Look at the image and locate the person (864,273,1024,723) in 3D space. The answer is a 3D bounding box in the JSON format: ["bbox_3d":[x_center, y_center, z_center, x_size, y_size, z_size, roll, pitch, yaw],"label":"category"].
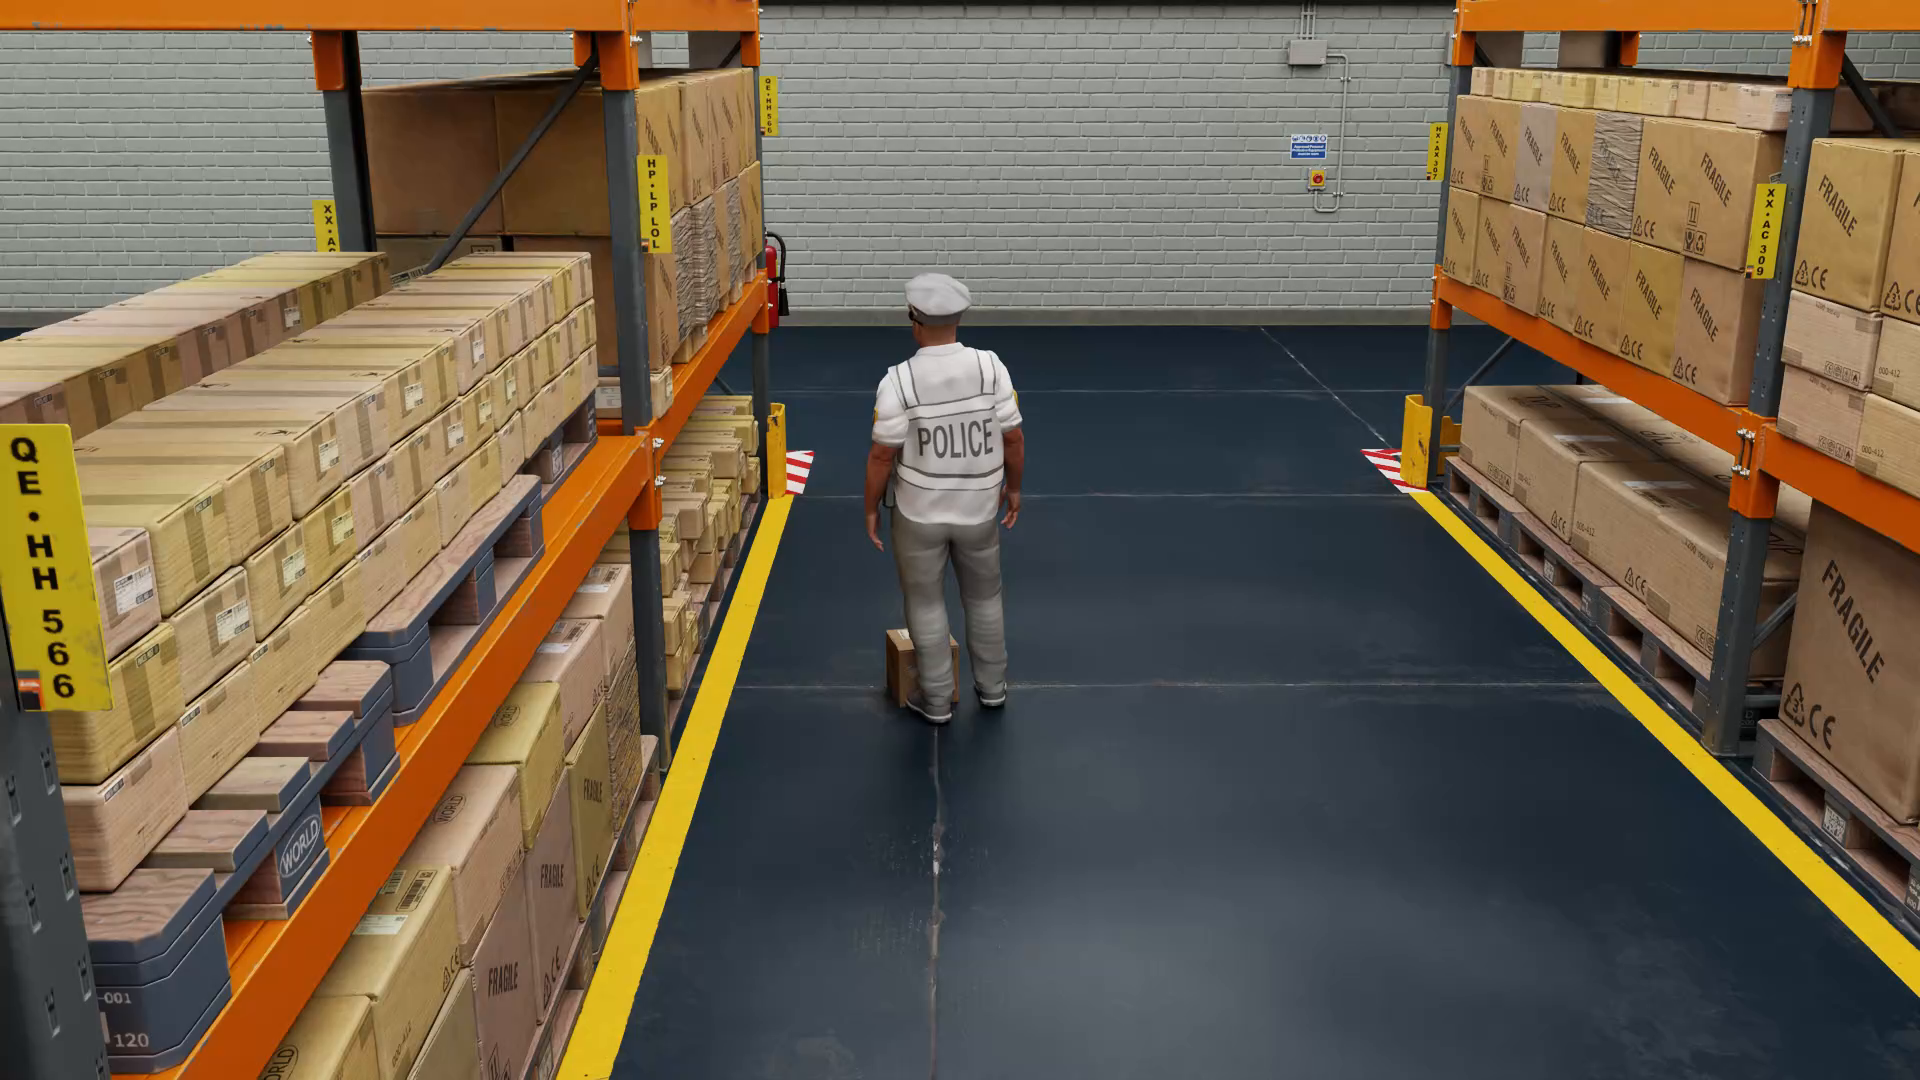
[{"bbox_3d":[-0.073,-0.159,6.473,0.640,1.780,0.575,-4,18,-14],"label":"person"}]
